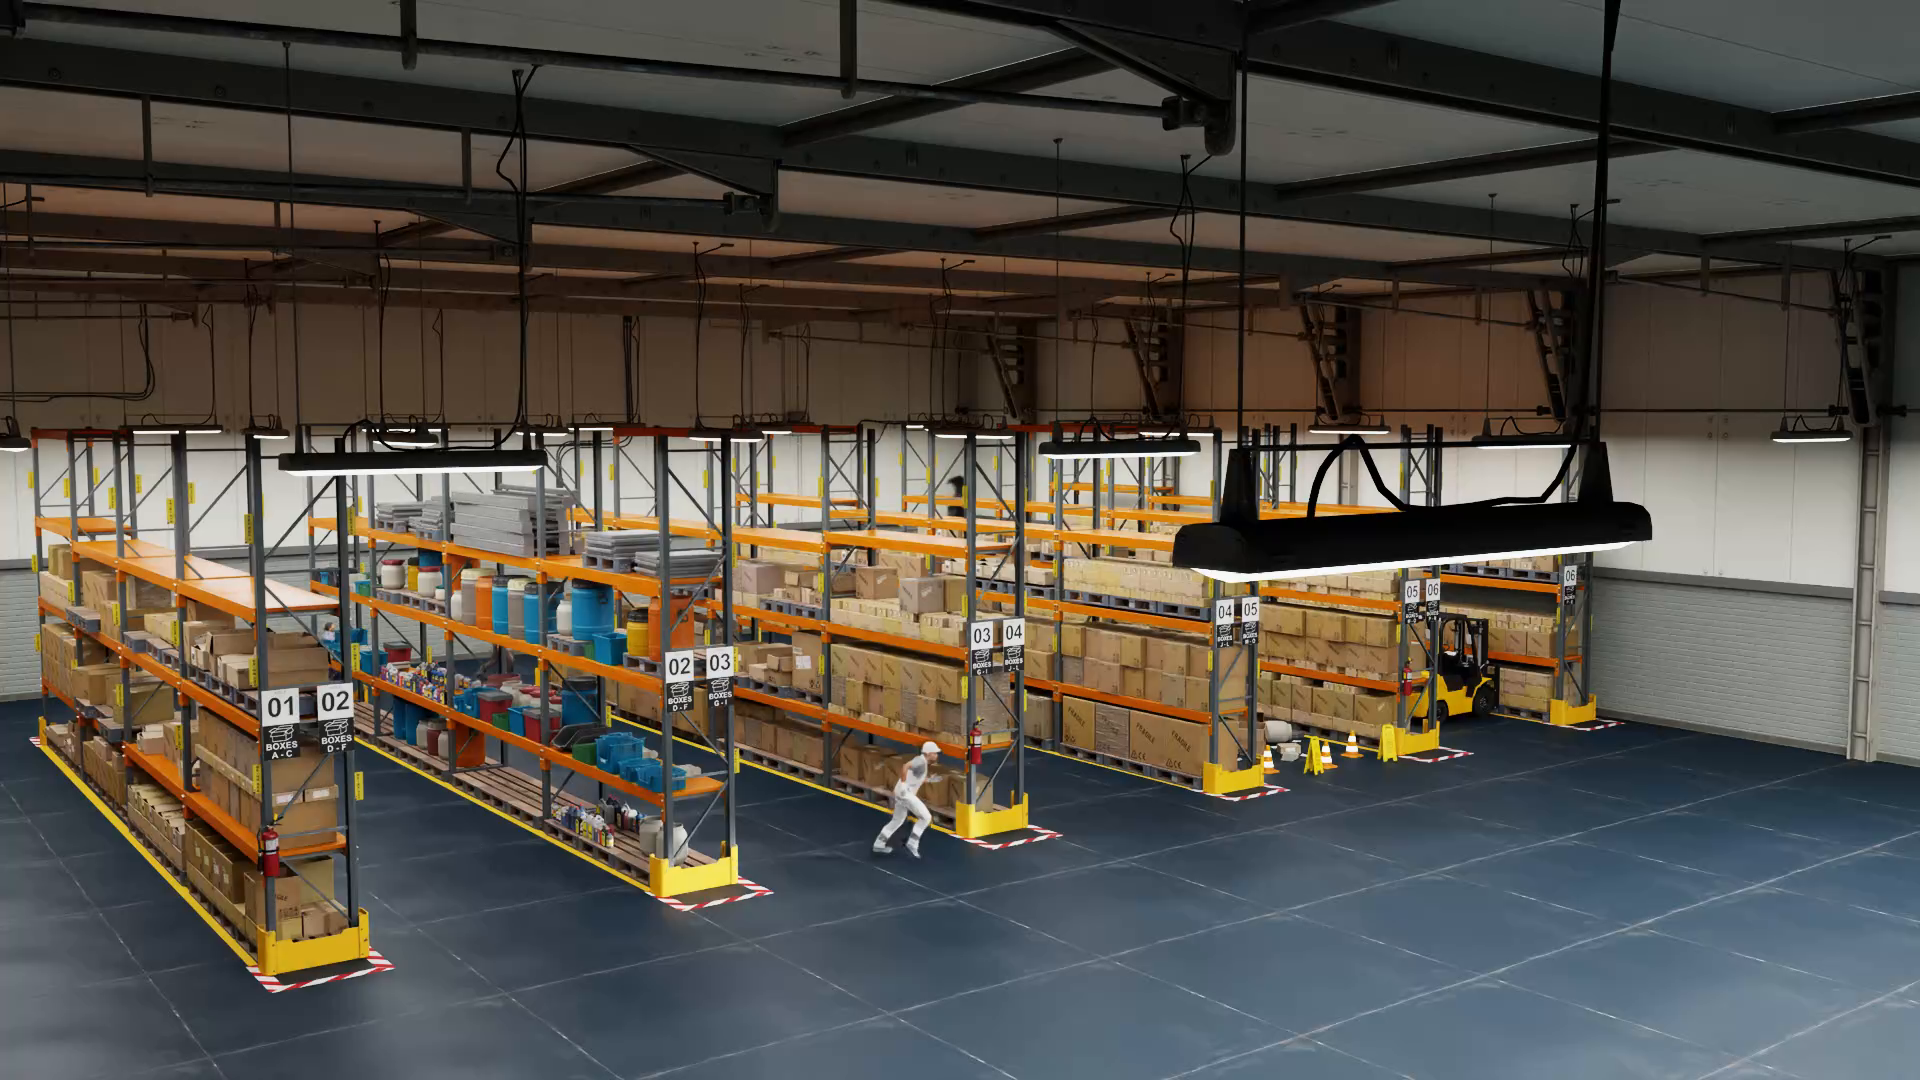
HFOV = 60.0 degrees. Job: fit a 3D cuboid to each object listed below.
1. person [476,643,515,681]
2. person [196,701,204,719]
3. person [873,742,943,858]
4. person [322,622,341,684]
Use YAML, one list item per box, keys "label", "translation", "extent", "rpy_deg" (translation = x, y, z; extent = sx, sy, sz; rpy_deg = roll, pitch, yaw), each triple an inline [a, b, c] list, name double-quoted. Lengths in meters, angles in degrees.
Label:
- label: "person"
  translation: [-10.718, 2.511, 38.588]
  extent: [1.017, 1.575, 0.675]
  rpy_deg: [0, 4, -1]
- label: "person"
  translation: [-13.550, 3.142, 29.766]
  extent: [0.855, 1.801, 0.606]
  rpy_deg: [4, 6, 43]
- label: "person"
  translation: [-0.739, 3.682, 23.447]
  extent: [0.994, 1.684, 0.706]
  rpy_deg: [0, 4, -1]
- label: "person"
  translation: [-14.004, 2.637, 36.952]
  extent: [0.829, 1.642, 0.625]
  rpy_deg: [-1, 5, -12]
